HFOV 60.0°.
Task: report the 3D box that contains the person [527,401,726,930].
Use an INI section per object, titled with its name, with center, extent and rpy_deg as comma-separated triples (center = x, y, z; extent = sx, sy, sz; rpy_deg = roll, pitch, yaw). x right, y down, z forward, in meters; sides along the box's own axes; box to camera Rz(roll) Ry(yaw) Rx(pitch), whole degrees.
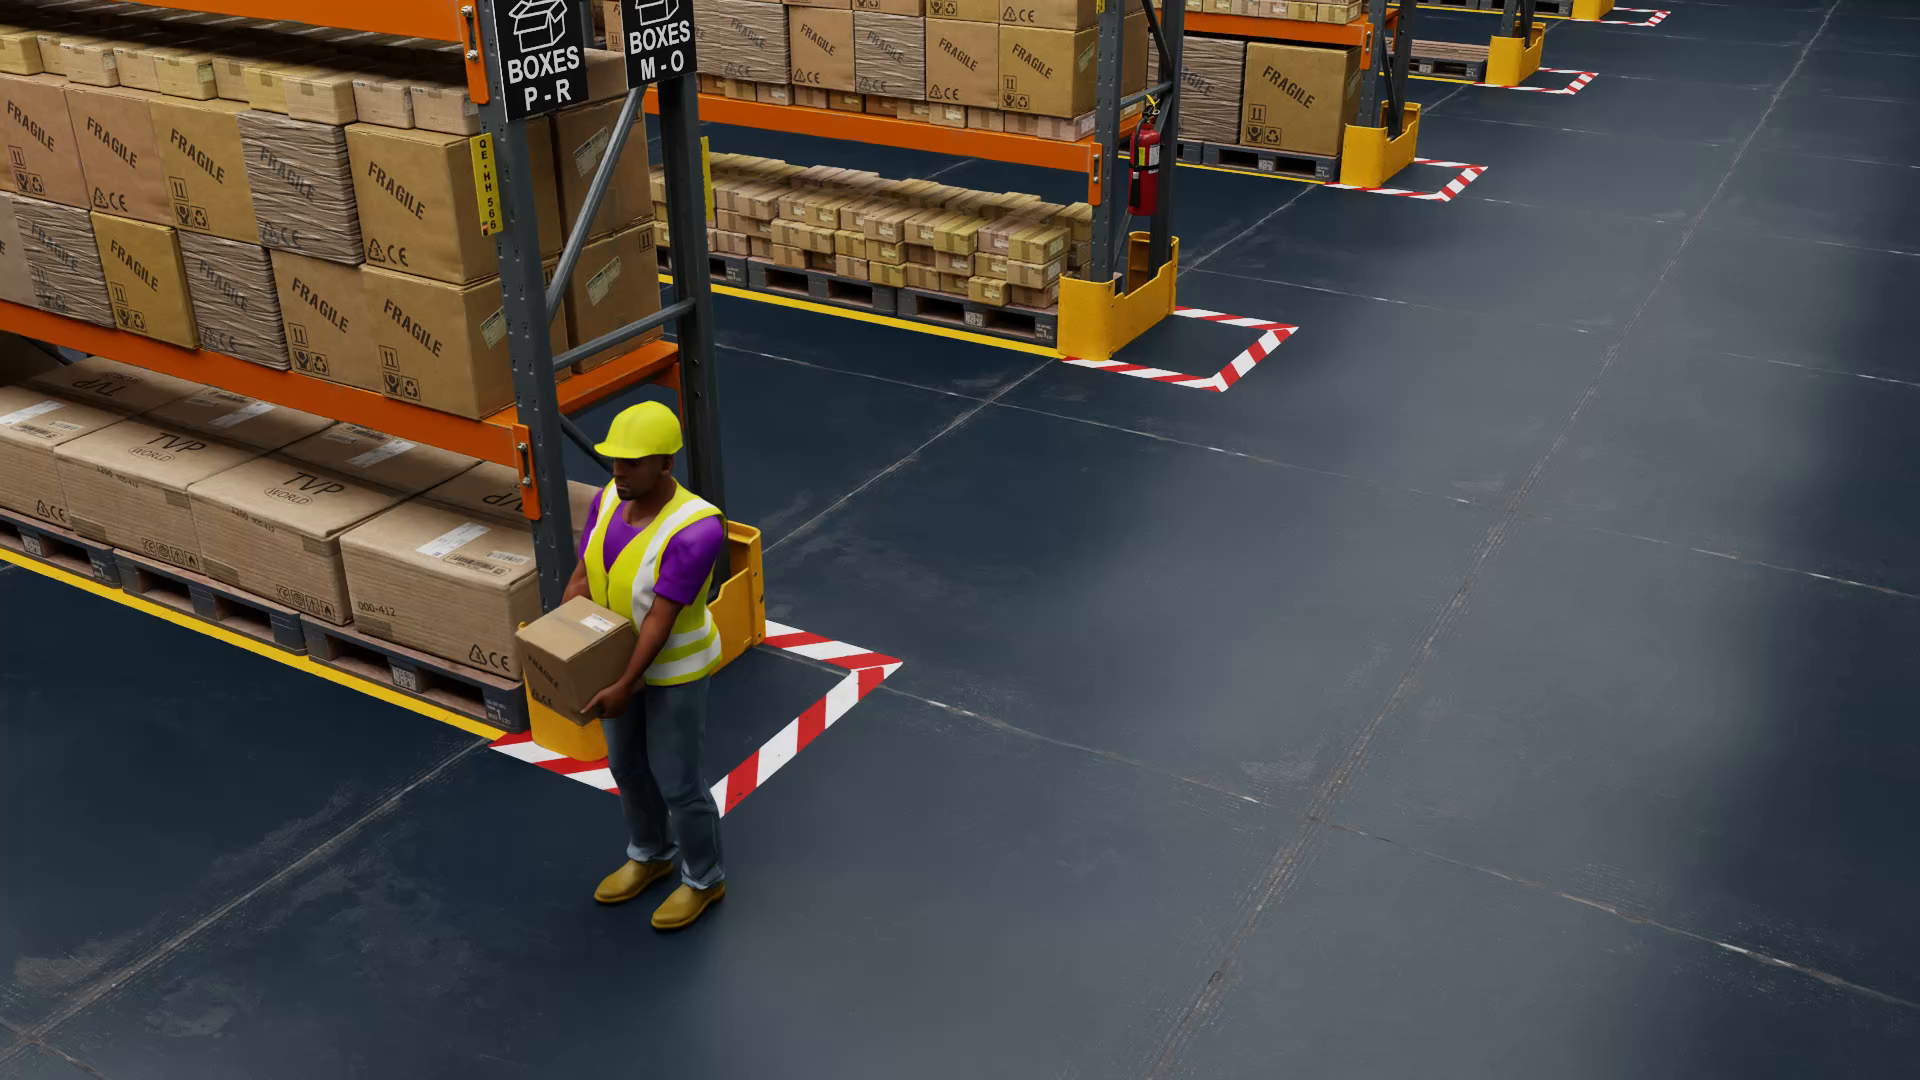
[person]
center = -1.029, 0.432, 5.218
extent = 0.505, 1.763, 0.566
rpy_deg = 21, 33, 36
